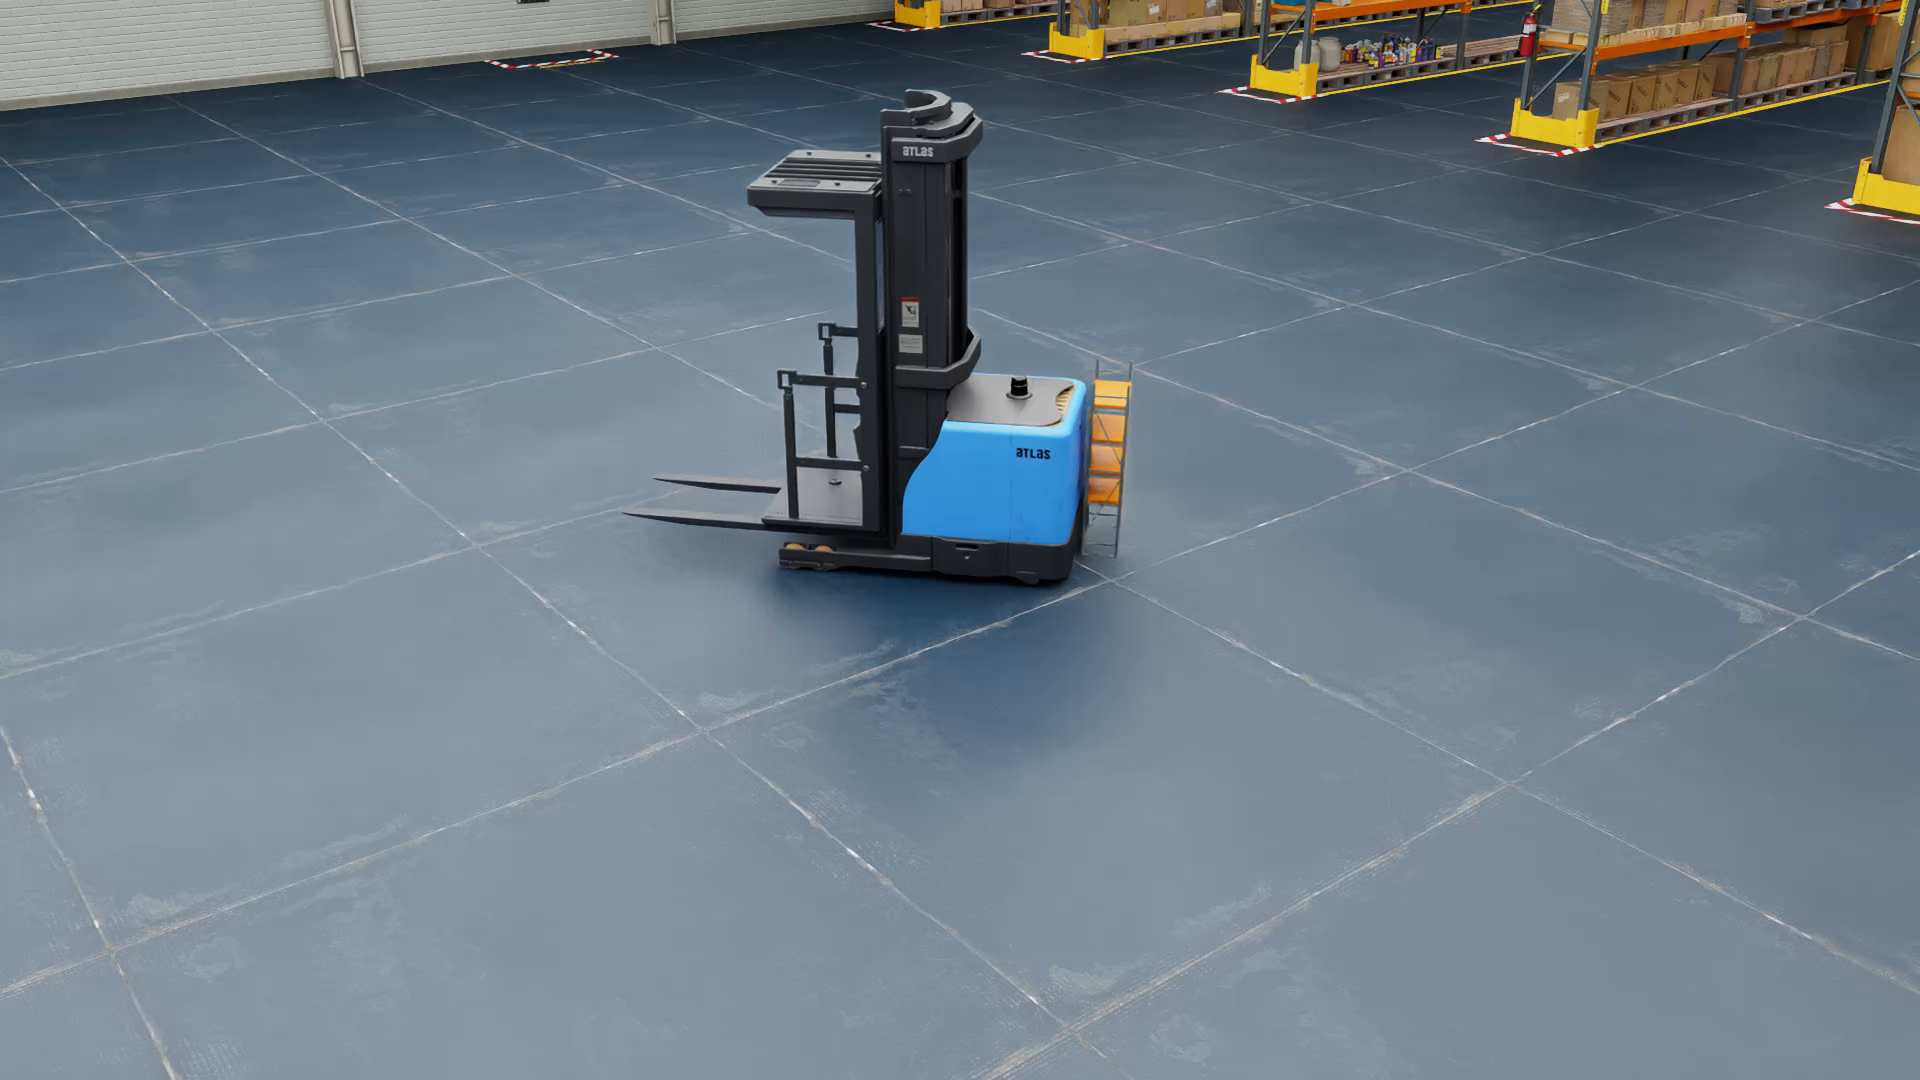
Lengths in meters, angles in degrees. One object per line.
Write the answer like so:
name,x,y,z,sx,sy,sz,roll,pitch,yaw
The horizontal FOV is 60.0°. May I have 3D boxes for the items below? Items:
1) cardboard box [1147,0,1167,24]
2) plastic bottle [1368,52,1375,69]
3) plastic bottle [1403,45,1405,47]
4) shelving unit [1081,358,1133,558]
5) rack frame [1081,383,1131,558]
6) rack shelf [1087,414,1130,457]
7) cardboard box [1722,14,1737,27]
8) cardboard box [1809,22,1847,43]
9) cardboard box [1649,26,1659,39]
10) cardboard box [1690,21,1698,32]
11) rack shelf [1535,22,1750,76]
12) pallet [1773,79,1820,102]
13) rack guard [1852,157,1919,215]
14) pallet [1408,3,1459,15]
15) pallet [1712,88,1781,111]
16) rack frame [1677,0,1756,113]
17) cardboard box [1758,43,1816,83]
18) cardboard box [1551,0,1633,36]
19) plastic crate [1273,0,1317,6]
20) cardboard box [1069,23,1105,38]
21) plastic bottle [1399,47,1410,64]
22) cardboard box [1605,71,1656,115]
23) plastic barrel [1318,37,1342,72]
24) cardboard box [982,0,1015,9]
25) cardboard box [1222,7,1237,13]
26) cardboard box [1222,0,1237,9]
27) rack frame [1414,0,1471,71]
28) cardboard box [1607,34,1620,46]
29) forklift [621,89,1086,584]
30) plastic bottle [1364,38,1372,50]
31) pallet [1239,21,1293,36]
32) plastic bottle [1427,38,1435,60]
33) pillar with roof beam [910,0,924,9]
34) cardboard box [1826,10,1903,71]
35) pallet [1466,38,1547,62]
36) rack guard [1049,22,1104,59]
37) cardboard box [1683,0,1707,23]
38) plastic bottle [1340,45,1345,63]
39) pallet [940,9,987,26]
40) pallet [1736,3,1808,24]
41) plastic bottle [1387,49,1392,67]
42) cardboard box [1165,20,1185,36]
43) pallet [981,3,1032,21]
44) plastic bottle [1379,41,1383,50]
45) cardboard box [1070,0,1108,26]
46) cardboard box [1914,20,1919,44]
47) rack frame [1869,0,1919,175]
cardboard box,3.470,-9.852,30.792,0.500,0.500,0.500,-18,31,-34
plastic bottle,6.806,-7.926,27.484,0.097,0.271,0.097,0,25,0
plastic bottle,7.517,-8.234,28.133,0.133,0.283,0.061,-18,31,-34
shelving unit,0.969,-0.541,10.980,0.258,1.200,0.503,5,25,6
rack frame,0.939,-0.439,10.760,0.240,1.200,0.015,5,25,6
rack shelf,0.974,-0.682,10.913,0.258,0.148,0.480,5,25,6
cardboard box,11.200,-7.666,24.503,0.250,0.149,0.380,-18,31,-34
cardboard box,14.030,-8.256,27.032,0.500,0.250,0.500,-17,30,-32
cardboard box,9.594,-7.164,23.421,0.250,0.149,0.380,-18,31,-34
cardboard box,10.389,-7.419,23.972,0.250,0.149,0.380,-18,31,-34
rack shelf,9.817,-7.149,23.946,4.000,0.370,1.077,-18,31,-34
pallet,12.963,-7.251,26.624,1.213,0.211,1.003,-18,31,-34
rack guard,11.205,-4.146,19.591,0.348,0.500,1.175,-18,31,-34
pallet,9.999,-11.548,35.883,1.213,0.211,1.003,-18,31,-34
pallet,12.002,-6.933,25.937,1.213,0.211,1.003,-18,31,-34
rack frame,11.391,-7.995,24.914,0.127,3.000,1.000,-18,31,-34
cardboard box,13.153,-7.621,26.555,0.500,0.500,0.700,-15,29,-30
cardboard box,8.693,-7.270,22.879,0.500,0.500,0.875,-18,31,-34
plastic crate,5.396,-8.758,26.735,0.616,0.251,0.499,-18,31,-34
cardboard box,2.373,-9.419,30.749,0.500,0.250,0.500,-18,31,-34
plastic bottle,7.470,-8.162,27.987,0.135,0.276,0.152,-18,30,-33
cardboard box,9.698,-6.492,24.146,0.500,0.500,0.500,-15,29,-29
plastic barrel,6.052,-7.985,27.349,0.421,0.512,0.421,0,25,0
cardboard box,0.730,-11.416,34.732,0.500,0.500,0.700,-21,32,-37
cardboard box,5.428,-10.425,32.916,0.500,0.250,0.500,-19,31,-35
cardboard box,5.423,-10.675,32.790,0.500,0.311,0.500,-18,31,-34
rack frame,8.334,-9.636,28.449,0.127,3.000,1.000,-18,31,-34
cardboard box,8.823,-6.896,22.843,0.250,0.149,0.380,-18,31,-34
forklift,-0.720,-1.335,10.645,3.031,2.935,1.130,4,25,9
plastic bottle,6.960,-8.402,28.415,0.185,0.351,0.144,-19,31,-34
pallet,5.837,-10.217,33.014,1.213,0.211,1.003,-18,31,-34
plastic bottle,8.005,-8.371,28.348,0.185,0.351,0.144,-19,31,-35
pillar with roof beam,1.747,-13.642,29.955,0.400,9.000,9.100,-18,31,-34
cardboard box,15.094,-8.433,27.883,0.875,0.875,1.225,-20,32,-36
pallet,9.889,-8.906,30.190,1.213,0.211,1.003,-18,31,-34
rack guard,2.114,-9.098,30.261,0.348,0.500,1.175,-18,31,-34
cardboard box,10.252,-7.797,24.016,0.500,0.500,0.875,-18,31,-34
plastic bottle,6.442,-8.223,28.109,0.133,0.283,0.061,-17,30,-33
pallet,-0.206,-10.833,34.341,1.213,0.211,1.003,-18,31,-34
pallet,12.082,-8.058,25.278,1.213,0.211,1.003,-18,31,-34
plastic bottle,7.154,-8.041,27.732,0.097,0.271,0.097,0,25,0
cardboard box,3.874,-9.637,31.218,0.500,0.250,0.500,-18,31,-34
pallet,0.754,-11.148,35.020,1.213,0.211,1.003,-18,31,-34
plastic bottle,7.202,-8.426,28.560,0.097,0.271,0.097,0,25,0
cardboard box,2.372,-9.760,30.593,0.500,0.500,0.500,-18,31,-34
cardboard box,11.540,-5.928,18.999,0.550,0.550,0.875,-18,31,-34
rack frame,11.224,-5.287,19.078,0.127,3.000,1.000,-18,31,-34
